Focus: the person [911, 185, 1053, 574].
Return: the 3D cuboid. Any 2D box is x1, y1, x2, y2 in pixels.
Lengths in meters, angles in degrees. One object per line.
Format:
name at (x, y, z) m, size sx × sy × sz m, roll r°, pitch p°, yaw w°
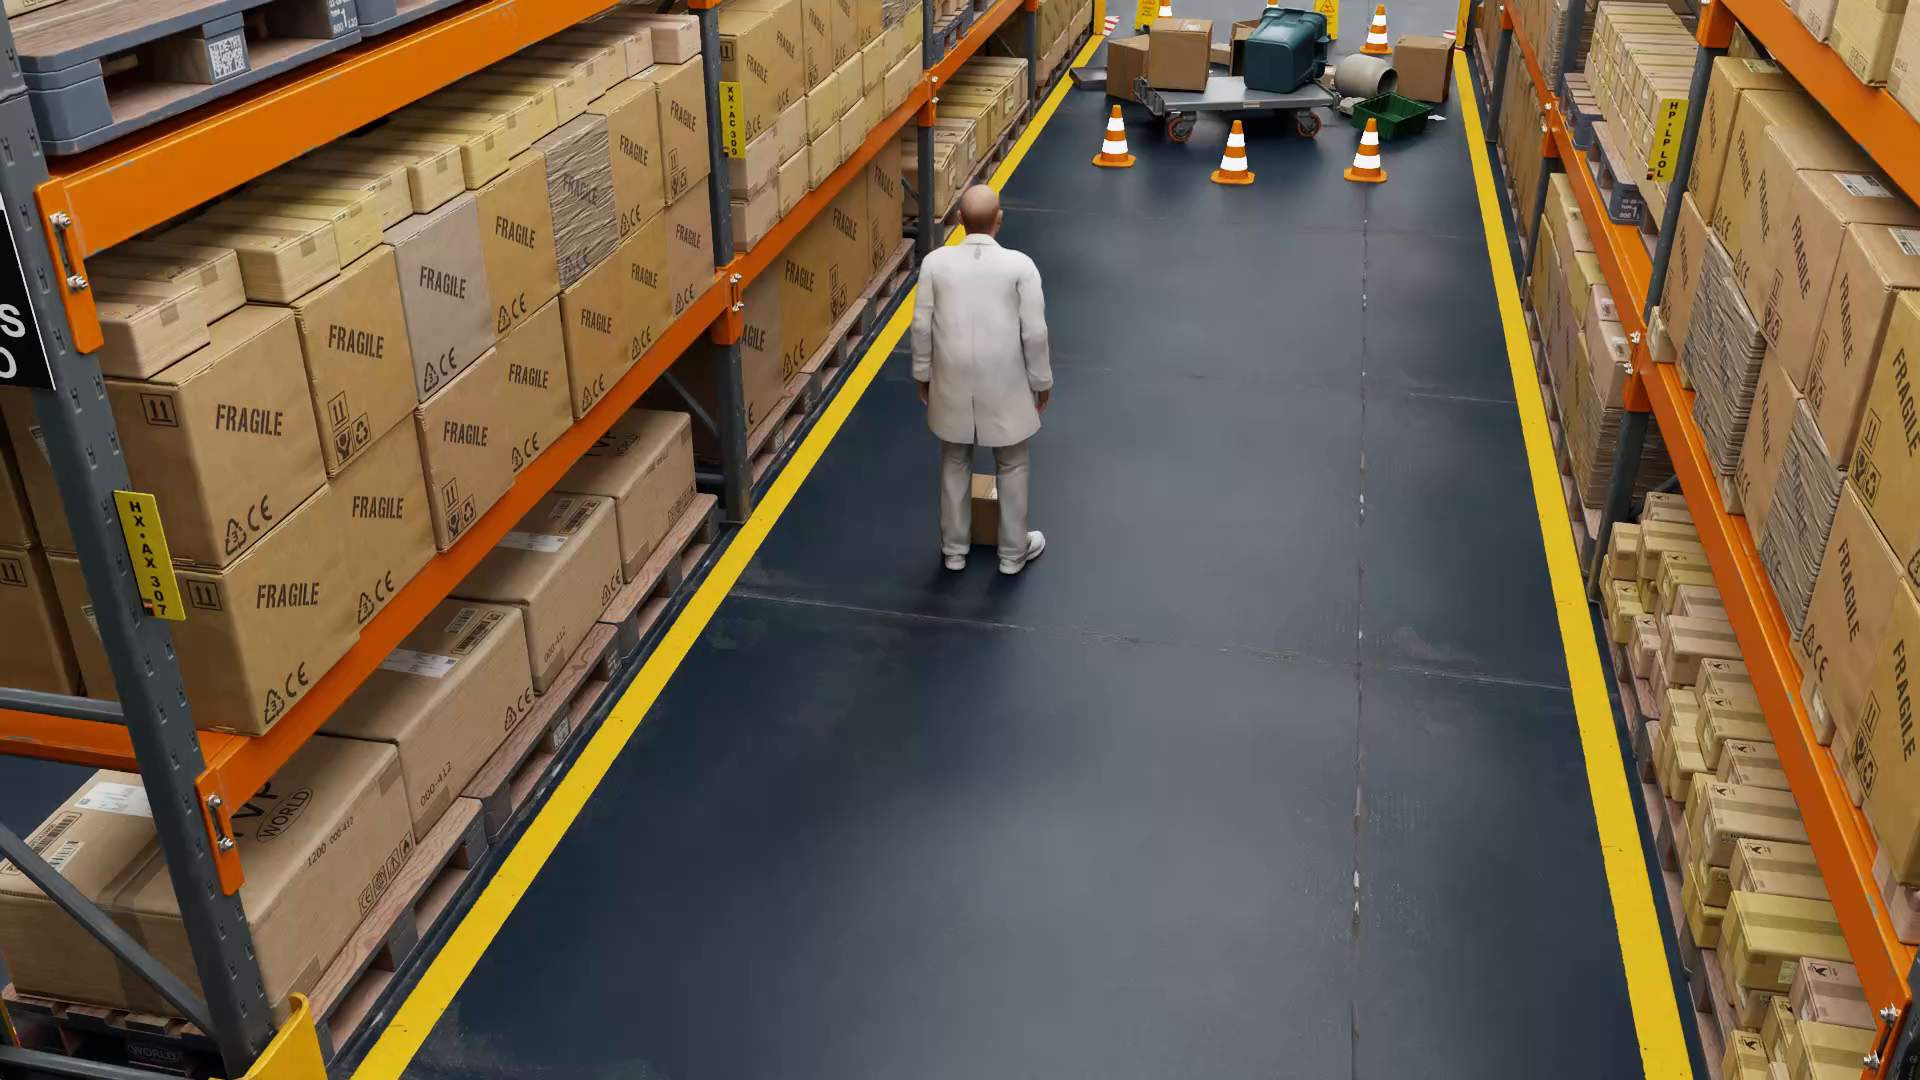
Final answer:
person at (0.096, -0.699, 7.432) m, size 0.643 × 1.775 × 0.422 m, roll 6°, pitch 29°, yaw 11°
